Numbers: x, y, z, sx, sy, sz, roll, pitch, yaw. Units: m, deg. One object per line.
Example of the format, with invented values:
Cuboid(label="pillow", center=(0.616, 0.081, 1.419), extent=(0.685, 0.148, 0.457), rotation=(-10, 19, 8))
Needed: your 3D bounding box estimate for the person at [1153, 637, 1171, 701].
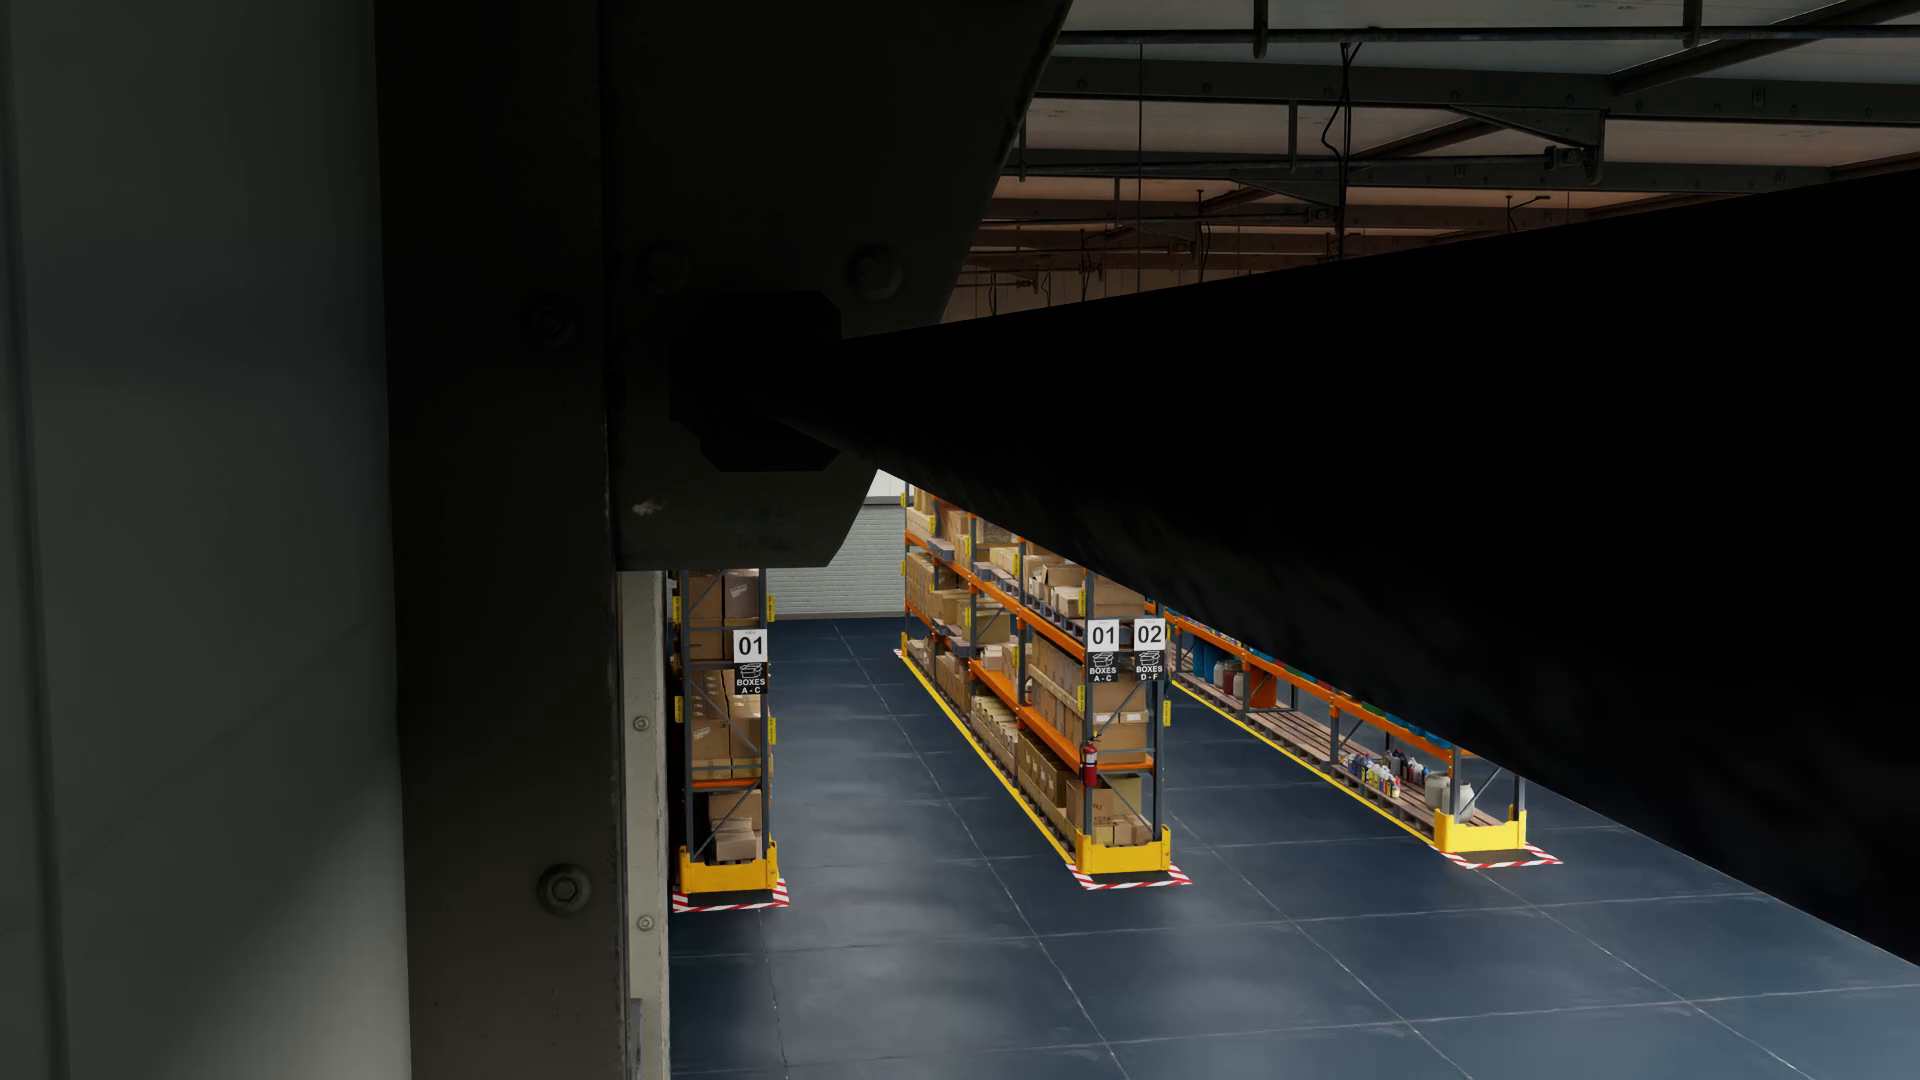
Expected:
Cuboid(label="person", center=(3.589, 2.290, 30.129), extent=(0.467, 1.524, 0.492), rotation=(0, 6, 1))
